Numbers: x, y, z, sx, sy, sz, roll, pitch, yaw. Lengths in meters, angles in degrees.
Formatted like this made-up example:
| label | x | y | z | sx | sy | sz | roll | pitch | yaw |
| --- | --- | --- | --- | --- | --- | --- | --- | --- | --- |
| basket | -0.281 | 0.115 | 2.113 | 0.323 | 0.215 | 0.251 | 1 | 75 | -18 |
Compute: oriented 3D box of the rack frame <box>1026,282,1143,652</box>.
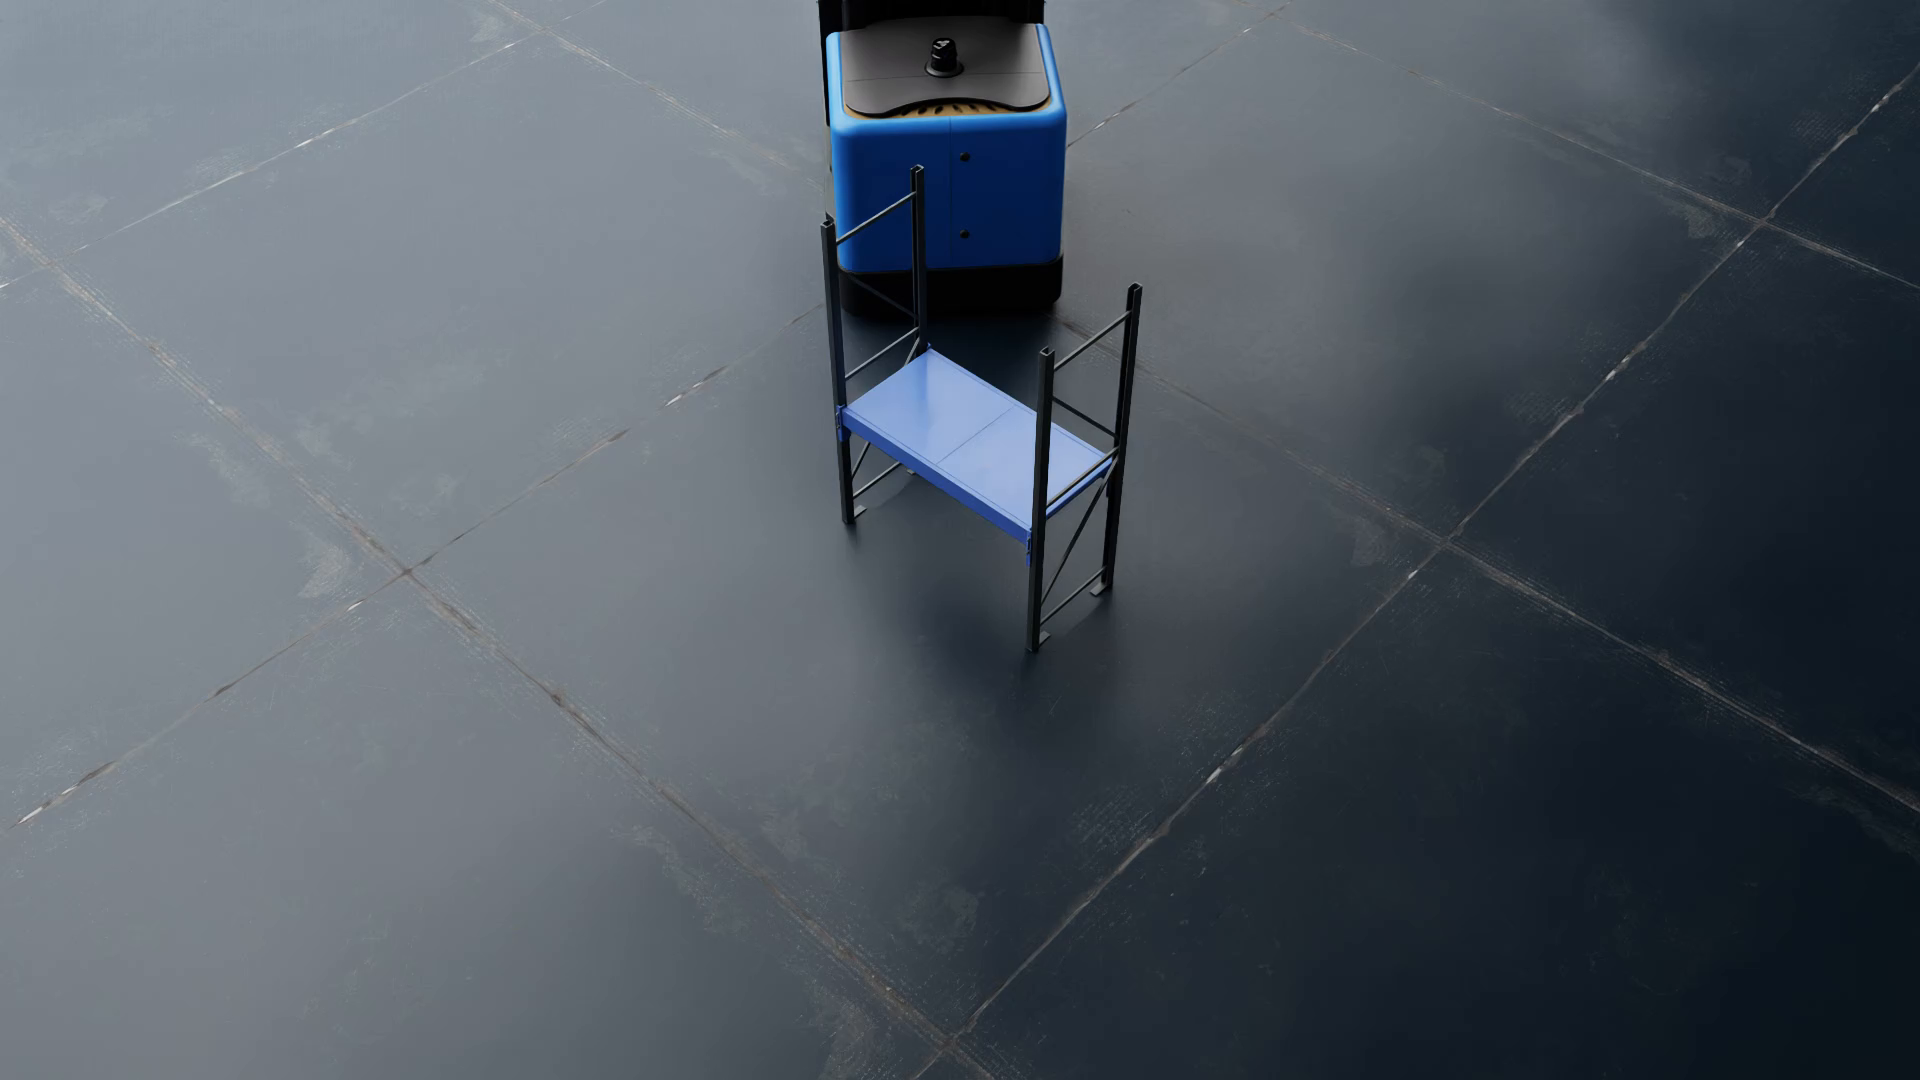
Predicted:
| label | x | y | z | sx | sy | sz | roll | pitch | yaw |
| --- | --- | --- | --- | --- | --- | --- | --- | --- | --- |
| rack frame | 0.436 | -0.220 | 6.036 | 0.032 | 1.500 | 0.500 | 34 | 55 | 28 |

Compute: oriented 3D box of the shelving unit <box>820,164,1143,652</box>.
| label | x | y | z | sx | sy | sz | roll | pitch | yaw |
| --- | --- | --- | --- | --- | --- | --- | --- | --- | --- |
| shelving unit | 0.063 | -0.471 | 6.272 | 1.048 | 1.500 | 0.538 | 34 | 55 | 28 |

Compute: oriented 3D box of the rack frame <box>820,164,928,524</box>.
| label | x | y | z | sx | sy | sz | roll | pitch | yaw |
| --- | --- | --- | --- | --- | --- | --- | --- | --- | --- |
| rack frame | -0.311 | -0.723 | 6.508 | 0.032 | 1.500 | 0.500 | 34 | 55 | 28 |

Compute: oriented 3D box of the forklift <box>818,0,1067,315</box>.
| label | x | y | z | sx | sy | sz | roll | pitch | yaw |
| --- | --- | --- | --- | --- | --- | --- | --- | --- | --- |
| forklift | -0.159 | -3.124 | 7.782 | 1.130 | 2.935 | 3.031 | -3 | 47 | -3 |

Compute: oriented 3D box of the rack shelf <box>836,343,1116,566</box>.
| label | x | y | z | sx | sy | sz | roll | pitch | yaw |
| --- | --- | --- | --- | --- | --- | --- | --- | --- | --- |
| rack shelf | 0.063 | -0.348 | 6.403 | 1.000 | 0.185 | 0.538 | 34 | 55 | 28 |
